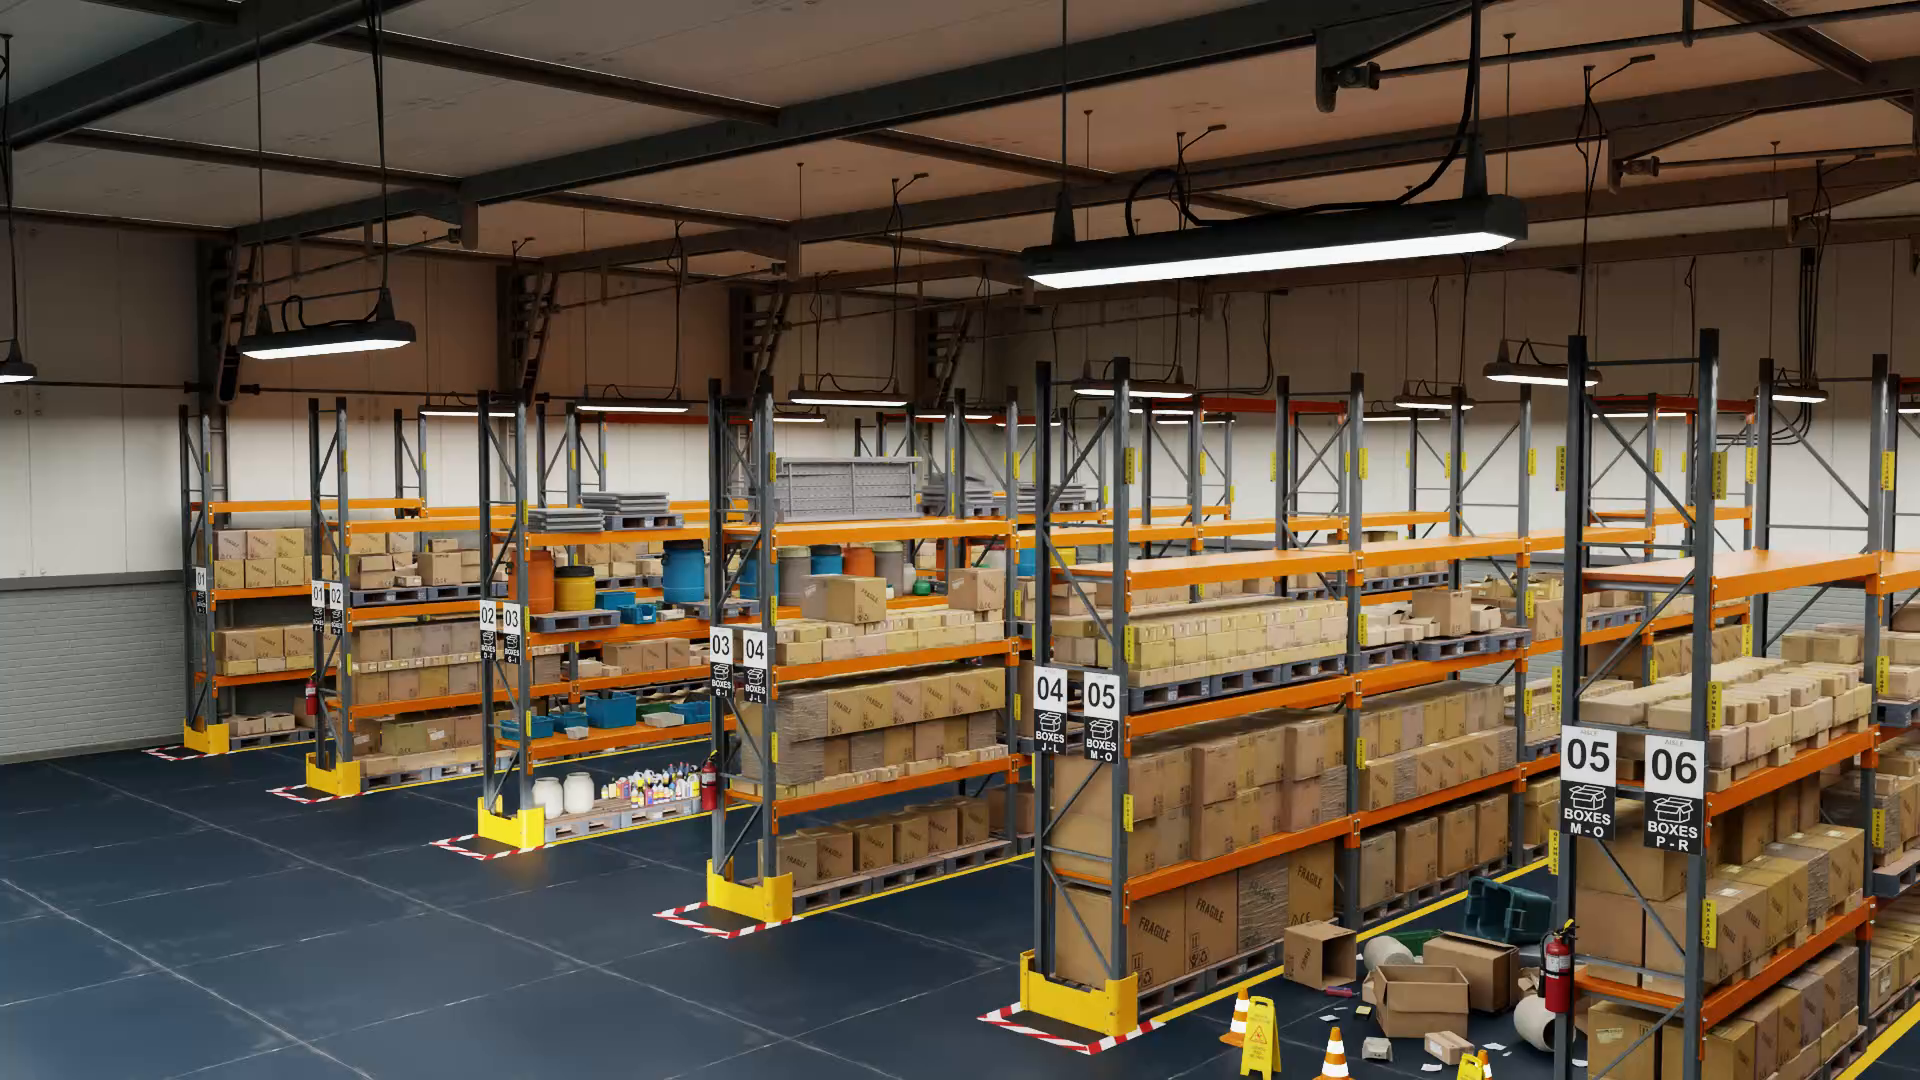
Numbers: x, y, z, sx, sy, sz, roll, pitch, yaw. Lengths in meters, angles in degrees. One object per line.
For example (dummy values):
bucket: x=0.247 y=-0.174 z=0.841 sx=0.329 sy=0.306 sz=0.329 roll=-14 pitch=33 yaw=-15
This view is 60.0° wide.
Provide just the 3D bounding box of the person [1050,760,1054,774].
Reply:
person: x=1.651 y=3.007 z=25.384 sx=0.605 sy=1.680 sz=0.890 roll=2 pitch=4 yaw=39

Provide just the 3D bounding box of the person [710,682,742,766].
person: x=-3.714 y=2.862 z=26.983 sx=0.666 sy=1.703 sz=0.908 roll=3 pitch=4 yaw=42
